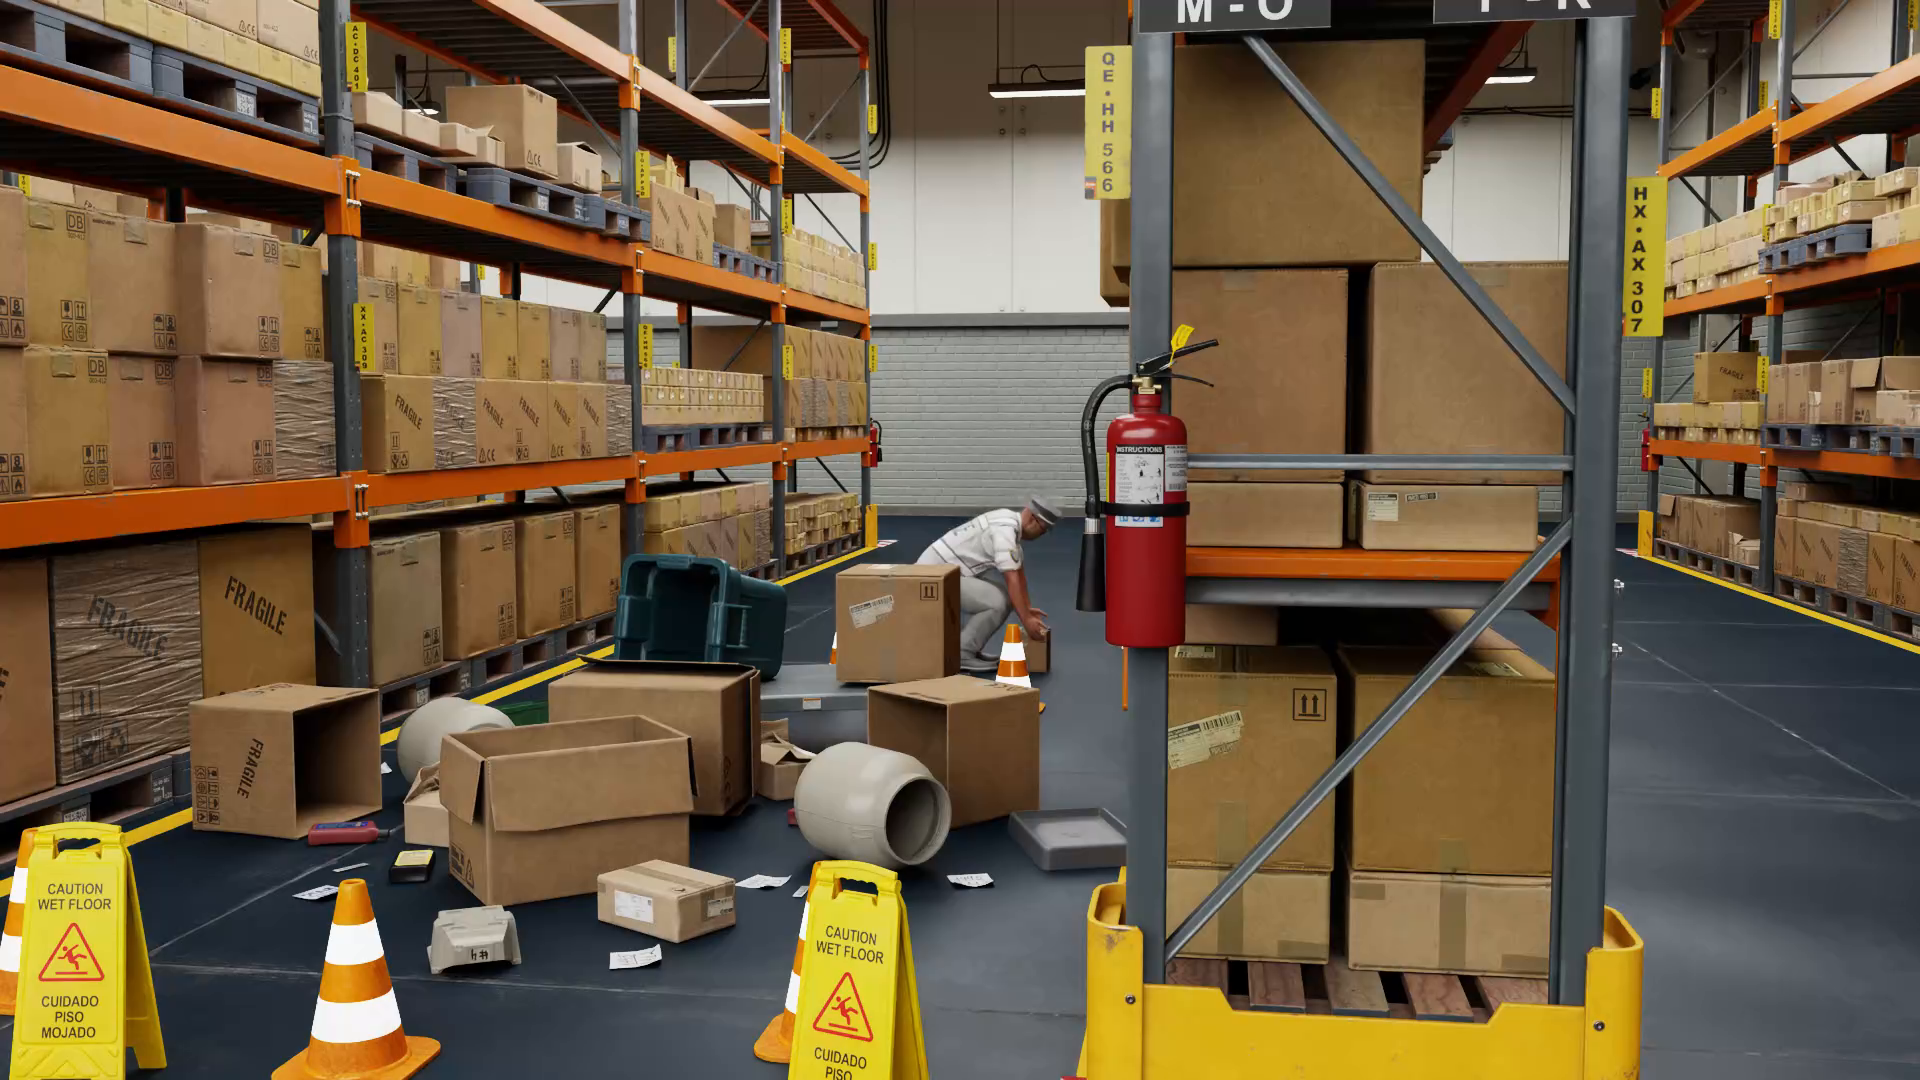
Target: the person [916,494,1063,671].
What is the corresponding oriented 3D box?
[{"bbox_3d":[0.184,0.260,10.489,0.928,1.100,0.568,1,4,9],"label":"person"}]
